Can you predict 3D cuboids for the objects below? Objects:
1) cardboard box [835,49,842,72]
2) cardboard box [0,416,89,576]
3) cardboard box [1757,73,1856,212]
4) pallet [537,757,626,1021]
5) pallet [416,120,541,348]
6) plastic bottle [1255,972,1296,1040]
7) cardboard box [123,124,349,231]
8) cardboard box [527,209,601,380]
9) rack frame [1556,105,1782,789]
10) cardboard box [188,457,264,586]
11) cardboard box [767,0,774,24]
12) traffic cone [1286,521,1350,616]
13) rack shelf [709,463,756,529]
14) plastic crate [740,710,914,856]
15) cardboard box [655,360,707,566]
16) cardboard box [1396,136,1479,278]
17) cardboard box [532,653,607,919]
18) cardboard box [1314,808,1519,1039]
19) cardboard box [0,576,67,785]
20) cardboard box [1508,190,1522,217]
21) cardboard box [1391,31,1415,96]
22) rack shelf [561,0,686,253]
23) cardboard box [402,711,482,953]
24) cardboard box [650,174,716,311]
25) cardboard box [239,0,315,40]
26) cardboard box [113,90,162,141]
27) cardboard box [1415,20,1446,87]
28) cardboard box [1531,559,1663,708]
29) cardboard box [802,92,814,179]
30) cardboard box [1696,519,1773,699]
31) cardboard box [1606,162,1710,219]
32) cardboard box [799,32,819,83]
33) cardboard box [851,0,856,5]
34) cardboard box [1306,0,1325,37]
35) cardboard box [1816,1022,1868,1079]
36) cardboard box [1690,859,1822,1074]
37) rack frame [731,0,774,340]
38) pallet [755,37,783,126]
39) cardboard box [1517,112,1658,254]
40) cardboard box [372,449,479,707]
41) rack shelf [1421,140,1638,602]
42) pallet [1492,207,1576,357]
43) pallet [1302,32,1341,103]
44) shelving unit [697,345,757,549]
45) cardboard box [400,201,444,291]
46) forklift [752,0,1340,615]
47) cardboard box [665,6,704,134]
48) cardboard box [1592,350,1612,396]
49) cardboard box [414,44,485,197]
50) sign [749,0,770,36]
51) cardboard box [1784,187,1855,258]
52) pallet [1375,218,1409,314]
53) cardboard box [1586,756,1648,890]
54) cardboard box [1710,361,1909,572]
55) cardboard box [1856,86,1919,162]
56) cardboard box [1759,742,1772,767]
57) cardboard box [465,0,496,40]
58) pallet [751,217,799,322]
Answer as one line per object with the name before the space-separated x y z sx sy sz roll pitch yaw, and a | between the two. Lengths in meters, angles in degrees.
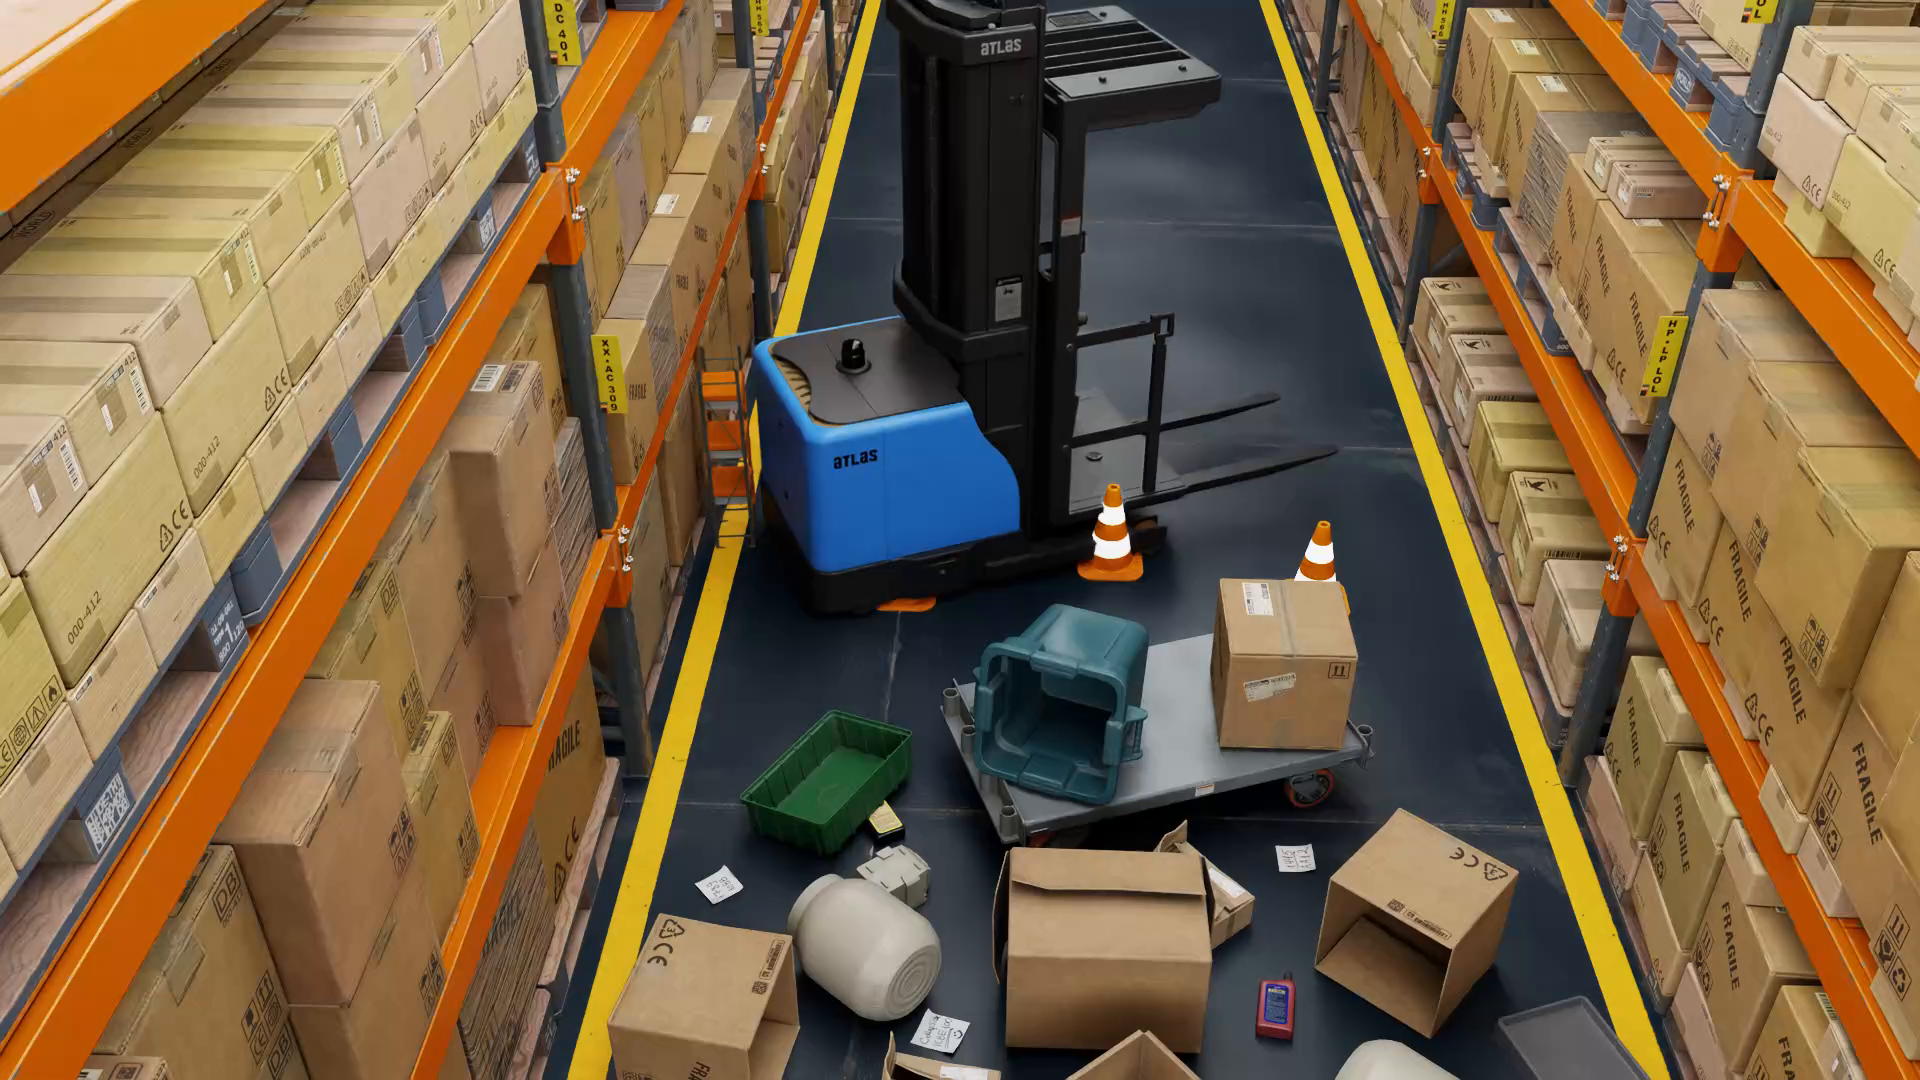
cardboard box | -1.189 -4.038 13.947 0.380 0.149 0.250 0 35 0
cardboard box | -1.654 -0.075 2.658 0.380 0.149 0.250 1 35 1
cardboard box | 2.813 -1.220 5.085 0.500 0.250 0.500 1 35 1
pallet | -1.955 1.341 6.604 1.003 0.211 1.213 1 35 2
pallet | -1.889 -0.956 4.916 1.003 0.211 1.213 1 35 2
plastic bottle | 1.178 1.722 6.193 0.133 0.061 0.283 7 36 10
cardboard box | -1.603 -0.808 3.701 0.380 0.149 0.250 2 35 2
cardboard box | -1.832 -0.970 6.511 0.700 0.500 0.500 1 35 1
rack frame | 3.104 -0.179 6.341 1.000 3.000 0.127 1 35 2
cardboard box | -1.632 -0.044 3.307 0.380 0.149 0.250 1 35 2
cardboard box | -1.427 -3.472 10.880 0.380 0.149 0.250 2 35 3
traffic cone | 1.755 0.115 8.130 0.336 0.463 0.334 1 35 2
rack shelf | -1.174 -0.224 8.602 0.215 0.259 0.240 -2 35 -3
plastic crate | -0.544 1.022 7.028 0.450 0.188 0.662 11 35 32
cardboard box | -1.869 -0.399 8.246 1.050 0.750 0.750 1 35 2
cardboard box | 3.375 -2.174 10.663 0.875 0.875 0.875 1 35 1
cardboard box | -1.941 0.822 6.399 0.875 0.875 0.875 2 35 3
cardboard box | 1.701 1.427 6.228 0.500 0.500 0.500 28 44 33
cardboard box | -1.731 0.292 2.483 0.500 0.250 0.500 1 35 2
cardboard box | 3.000 -1.748 8.427 0.380 0.149 0.250 3 35 5
cardboard box | 3.030 -3.006 10.494 0.500 0.250 0.500 2 35 3
rack shelf | -1.766 -2.317 7.400 1.077 0.370 4.000 1 35 2
cardboard box | -1.909 0.847 4.751 0.875 0.550 0.500 1 35 2
cardboard box | -1.493 -1.441 8.050 0.500 0.500 0.500 2 35 3
cardboard box | -2.146 -1.461 4.976 0.500 0.250 0.500 2 35 2
cardboard box | -2.239 -1.111 4.132 0.380 0.149 0.250 2 35 2
cardboard box | 3.030 -2.904 9.915 0.500 0.250 0.500 1 35 2
cardboard box | 3.123 0.423 7.405 0.950 0.372 0.625 2 35 2
cardboard box | -1.349 -2.960 12.107 0.500 0.500 0.500 1 35 1
cardboard box | 2.811 0.194 5.465 0.500 0.500 0.500 1 35 2
cardboard box | 2.912 -1.445 6.868 0.380 0.149 0.250 0 35 1
cardboard box | -1.336 -3.558 12.306 0.500 0.250 0.500 3 35 4
cardboard box | -1.158 -5.081 15.431 0.380 0.149 0.250 2 35 3
cardboard box | 3.593 -4.771 14.739 0.875 0.438 0.875 0 35 0
cardboard box | 2.688 1.526 4.725 0.380 0.149 0.250 3 35 4
cardboard box | 2.778 1.406 5.460 0.500 0.500 0.500 3 35 4
rack frame | -1.685 -2.533 9.691 1.000 3.000 0.127 1 35 2
pallet | -1.763 -2.866 10.332 1.213 0.211 1.003 1 35 2
cardboard box | 2.959 -1.666 7.747 0.500 0.500 0.500 0 35 0
cardboard box | -1.960 0.099 4.877 0.875 0.550 0.550 1 35 2
rack shelf | 3.184 -1.033 8.183 1.077 0.370 4.000 1 35 2
pallet | 3.226 -1.260 8.047 1.003 0.211 1.213 1 35 2
pallet | 3.534 -4.069 14.302 1.003 0.211 1.213 1 35 2
shelving unit | -1.176 -0.460 8.435 0.215 1.050 0.252 -2 35 -3
cardboard box | -1.582 -0.772 4.343 0.380 0.149 0.250 2 35 3
forklift | 0.528 -1.363 8.086 3.031 2.935 1.130 -13 37 -18
cardboard box | -1.732 -2.435 8.595 0.700 0.500 0.500 1 35 1
cardboard box | 2.877 -0.701 6.937 0.380 0.149 0.250 0 35 0
cardboard box | -1.630 -1.156 4.542 0.500 0.250 0.500 1 35 2
sign | -1.131 -2.996 9.343 0.100 0.325 0.005 1 35 2
cardboard box | 2.777 -0.980 5.092 0.380 0.149 0.250 1 35 2
pallet | 3.372 -1.787 11.055 1.003 0.211 1.213 1 35 2
cardboard box | 2.810 1.107 6.537 0.500 0.250 0.500 0 35 0
cardboard box | 2.827 -0.210 5.170 0.700 0.500 0.500 2 35 2
cardboard box | 2.764 -1.154 4.646 0.380 0.149 0.250 0 35 0
cardboard box | 2.808 0.693 5.320 0.380 0.149 0.250 1 35 2
cardboard box | -1.553 -1.535 4.736 0.380 0.149 0.250 1 35 2
pallet | -1.653 -1.841 11.132 1.003 0.211 1.213 1 35 2
